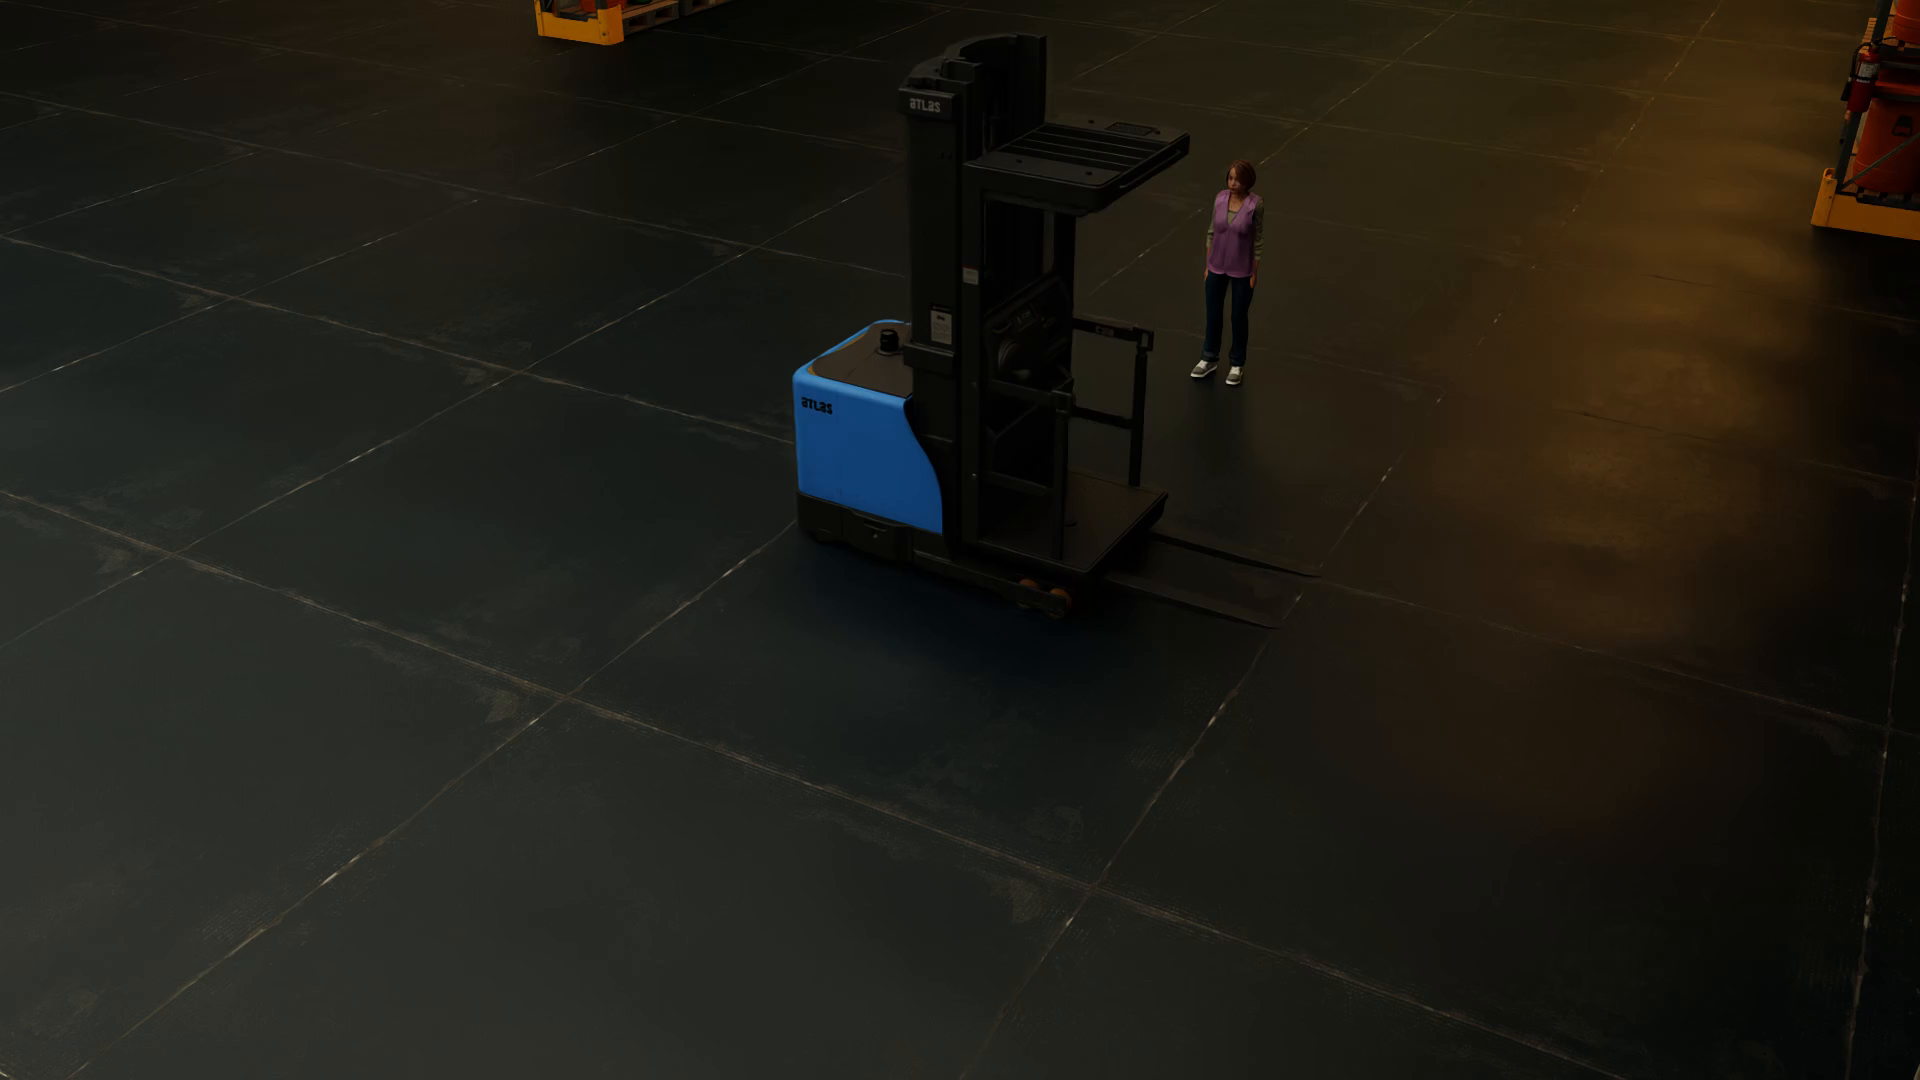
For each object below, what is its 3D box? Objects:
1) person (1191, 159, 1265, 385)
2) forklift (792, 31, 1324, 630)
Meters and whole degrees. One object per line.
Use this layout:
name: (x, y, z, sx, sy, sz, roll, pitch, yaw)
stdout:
person: (1.903, -1.882, 11.664, 0.404, 1.603, 0.311, 14, 33, 23)
forklift: (0.550, -1.136, 9.039, 3.031, 2.935, 1.130, 16, 34, 26)
